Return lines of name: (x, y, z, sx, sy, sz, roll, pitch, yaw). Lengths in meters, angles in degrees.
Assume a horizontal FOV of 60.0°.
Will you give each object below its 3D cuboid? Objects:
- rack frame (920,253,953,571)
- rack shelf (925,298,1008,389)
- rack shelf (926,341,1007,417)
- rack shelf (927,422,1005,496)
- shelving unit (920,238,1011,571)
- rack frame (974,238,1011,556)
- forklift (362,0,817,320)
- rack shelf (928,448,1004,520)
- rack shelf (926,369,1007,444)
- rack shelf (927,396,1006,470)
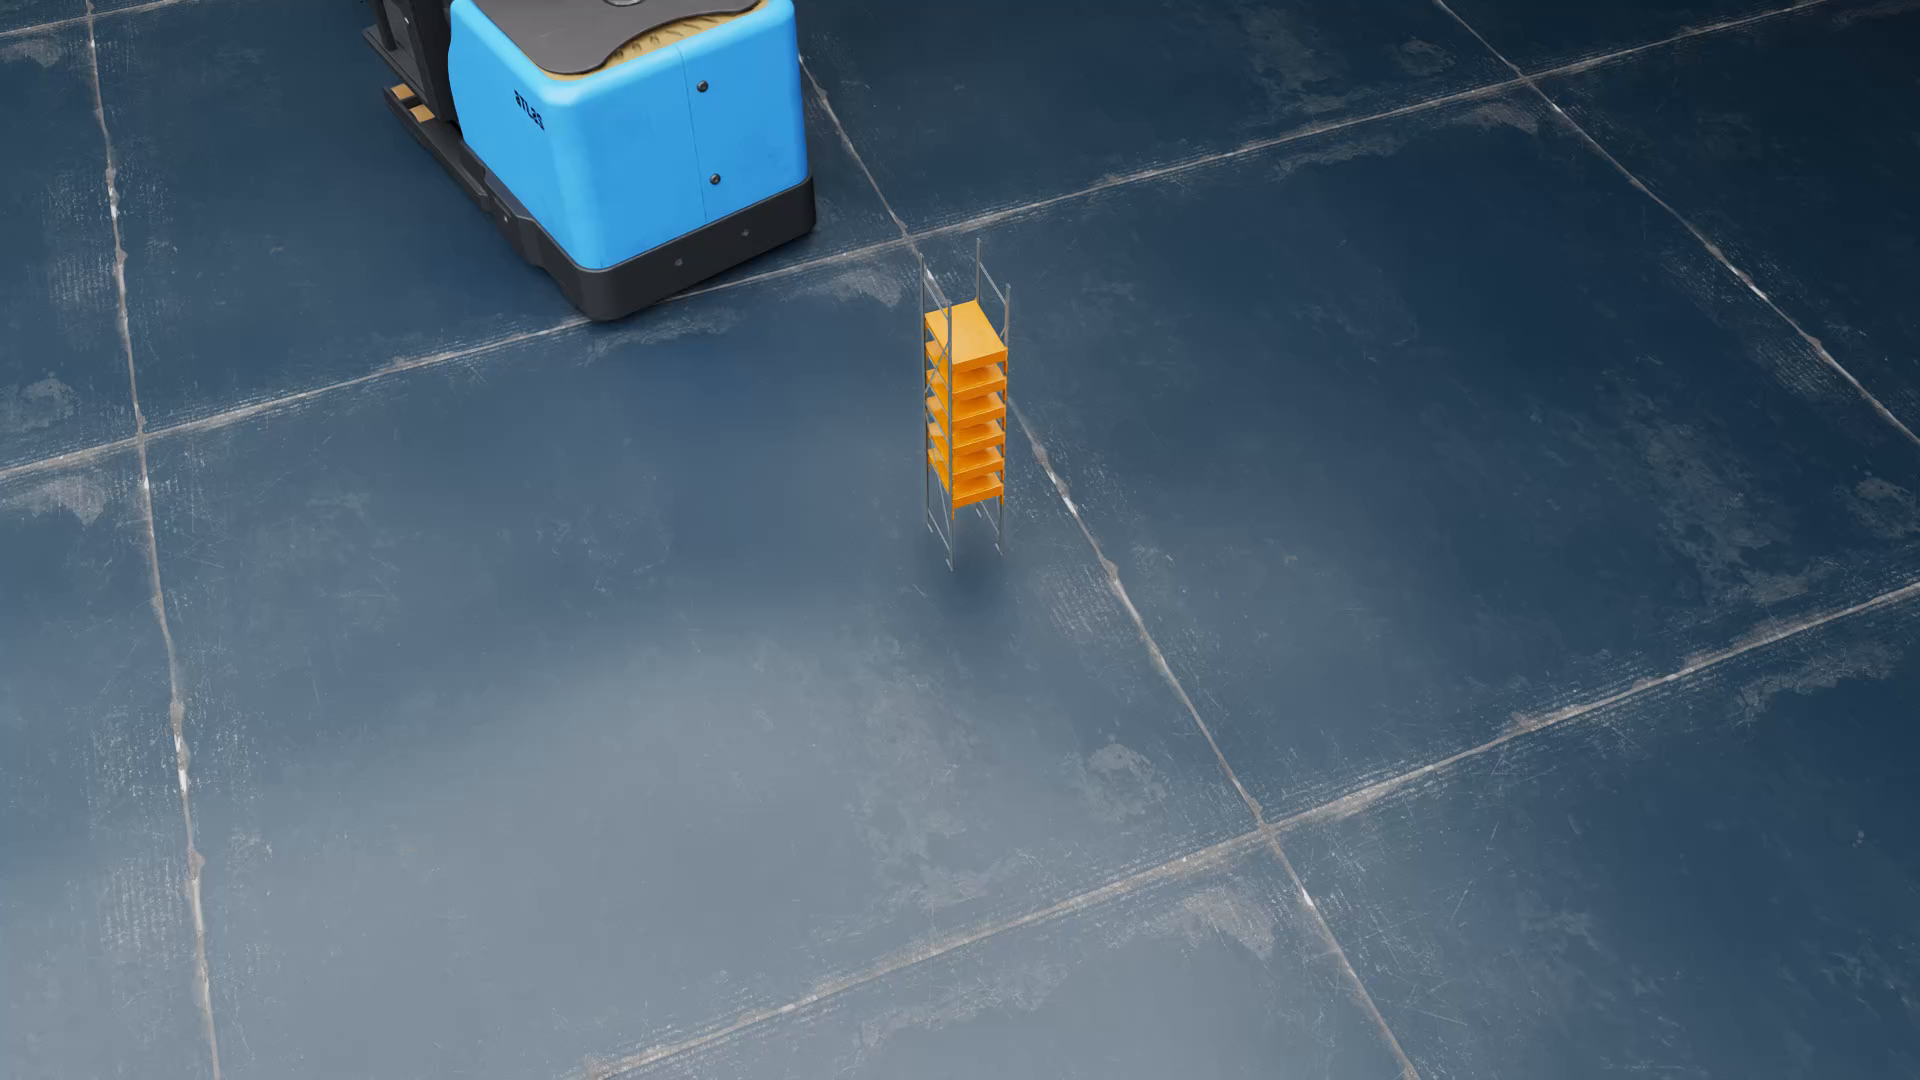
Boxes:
rack frame: (-0.071, -0.369, 5.276, 0.006, 1.200, 0.240, -17, 52, -14)
rack shelf: (0.013, -0.601, 5.059, 0.180, 0.103, 0.258, -17, 52, -14)
rack shelf: (0.013, -0.522, 5.150, 0.180, 0.103, 0.258, -17, 52, -14)
rack shelf: (0.013, -0.288, 5.423, 0.180, 0.103, 0.258, -17, 52, -14)
shelving unit: (0.013, -0.395, 5.298, 0.189, 1.200, 0.258, -17, 52, -14)
rack frame: (0.098, -0.421, 5.321, 0.006, 1.200, 0.240, -17, 52, -14)
forklift: (-1.868, -2.877, 6.288, 1.130, 2.935, 3.031, -29, 55, -23)
rack shelf: (0.013, -0.210, 5.514, 0.180, 0.103, 0.258, -17, 52, -14)
rack shelf: (0.013, -0.444, 5.241, 0.180, 0.103, 0.258, -17, 52, -14)
rack shelf: (0.013, -0.366, 5.332, 0.180, 0.103, 0.258, -17, 52, -14)
